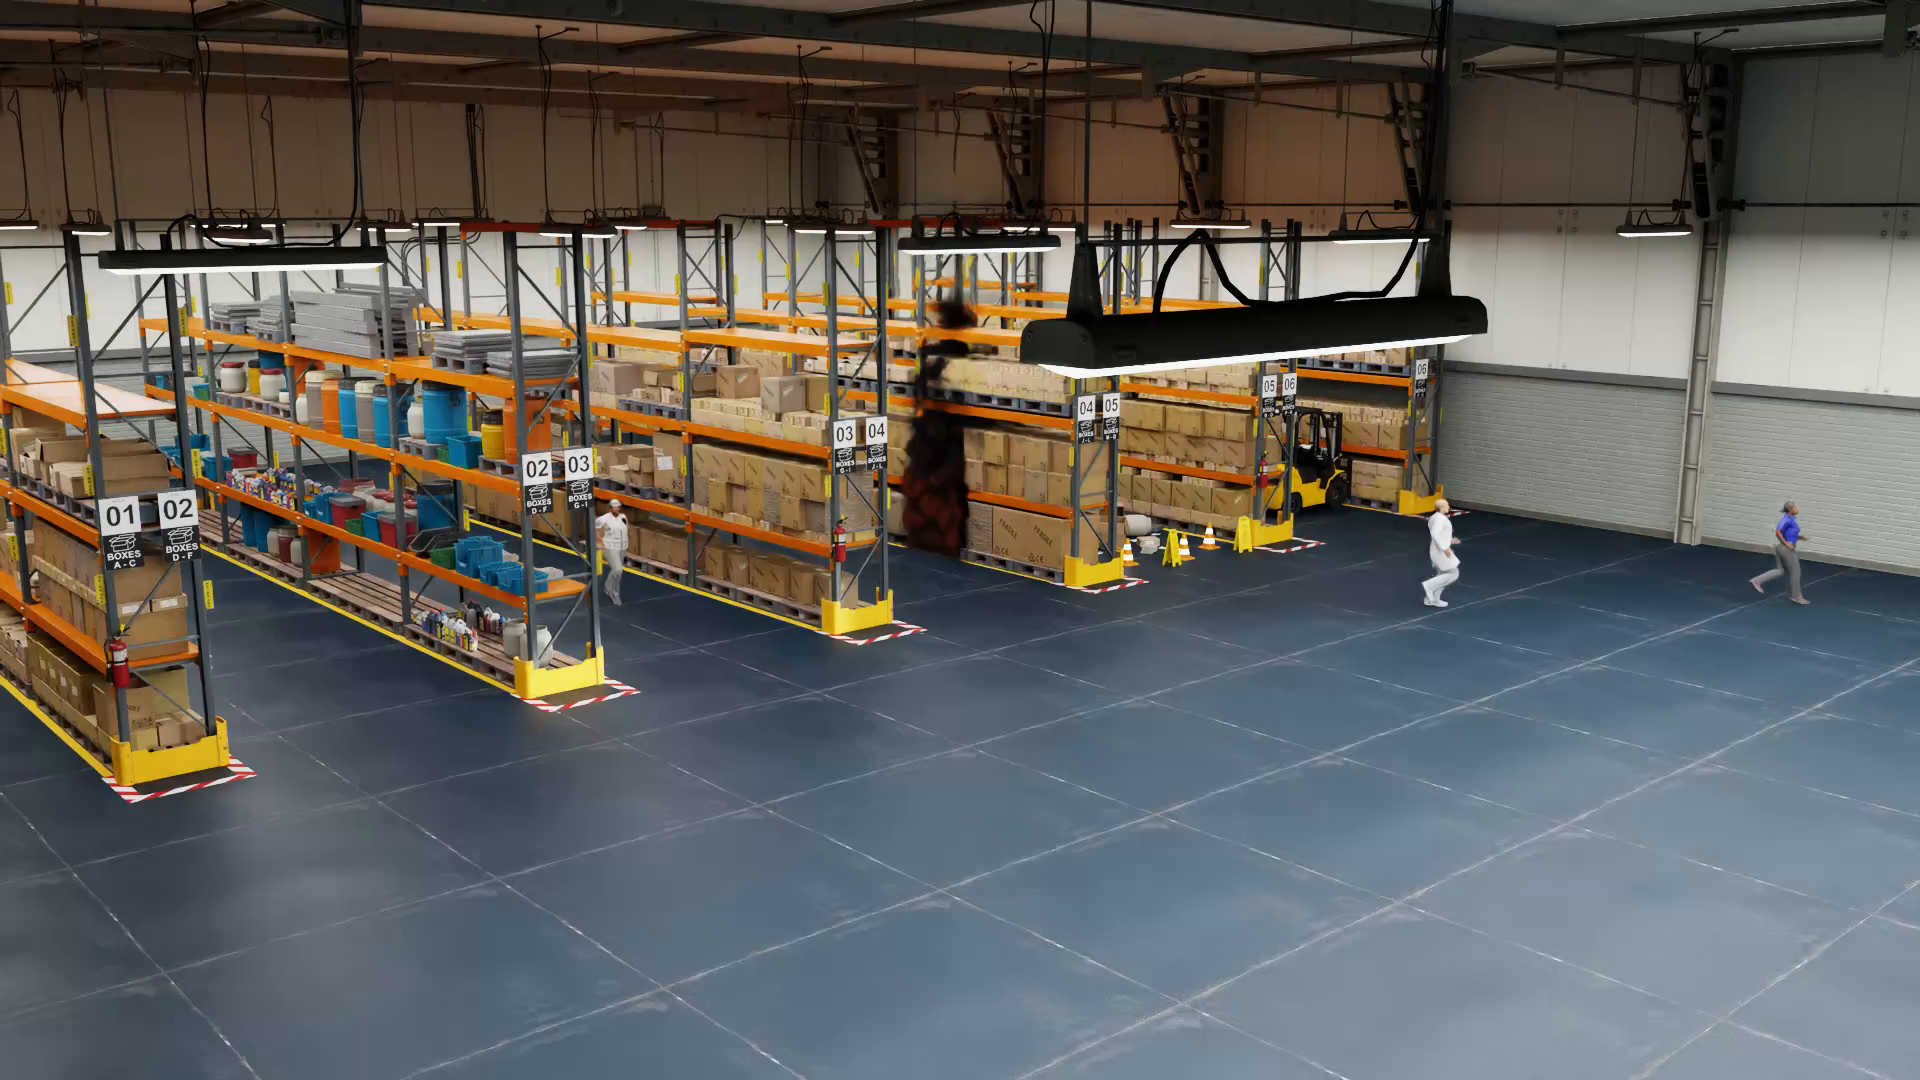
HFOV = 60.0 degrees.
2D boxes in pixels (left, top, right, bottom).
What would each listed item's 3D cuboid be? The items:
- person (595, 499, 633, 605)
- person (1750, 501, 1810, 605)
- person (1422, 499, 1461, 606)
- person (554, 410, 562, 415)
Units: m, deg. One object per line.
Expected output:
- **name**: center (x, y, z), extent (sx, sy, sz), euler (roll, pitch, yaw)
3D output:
- **person**: center (-5.561, 0.187, 26.826), extent (0.742, 1.725, 0.582), euler (10, 15, 39)
- **person**: center (13.268, 0.192, 26.773), extent (0.910, 1.665, 0.580), euler (4, 12, 17)
- **person**: center (7.677, 0.208, 26.475), extent (0.632, 1.737, 0.705), euler (0, 11, 2)
- **person**: center (-9.457, -2.186, 38.606), extent (0.801, 1.658, 0.504), euler (-3, 12, -13)
